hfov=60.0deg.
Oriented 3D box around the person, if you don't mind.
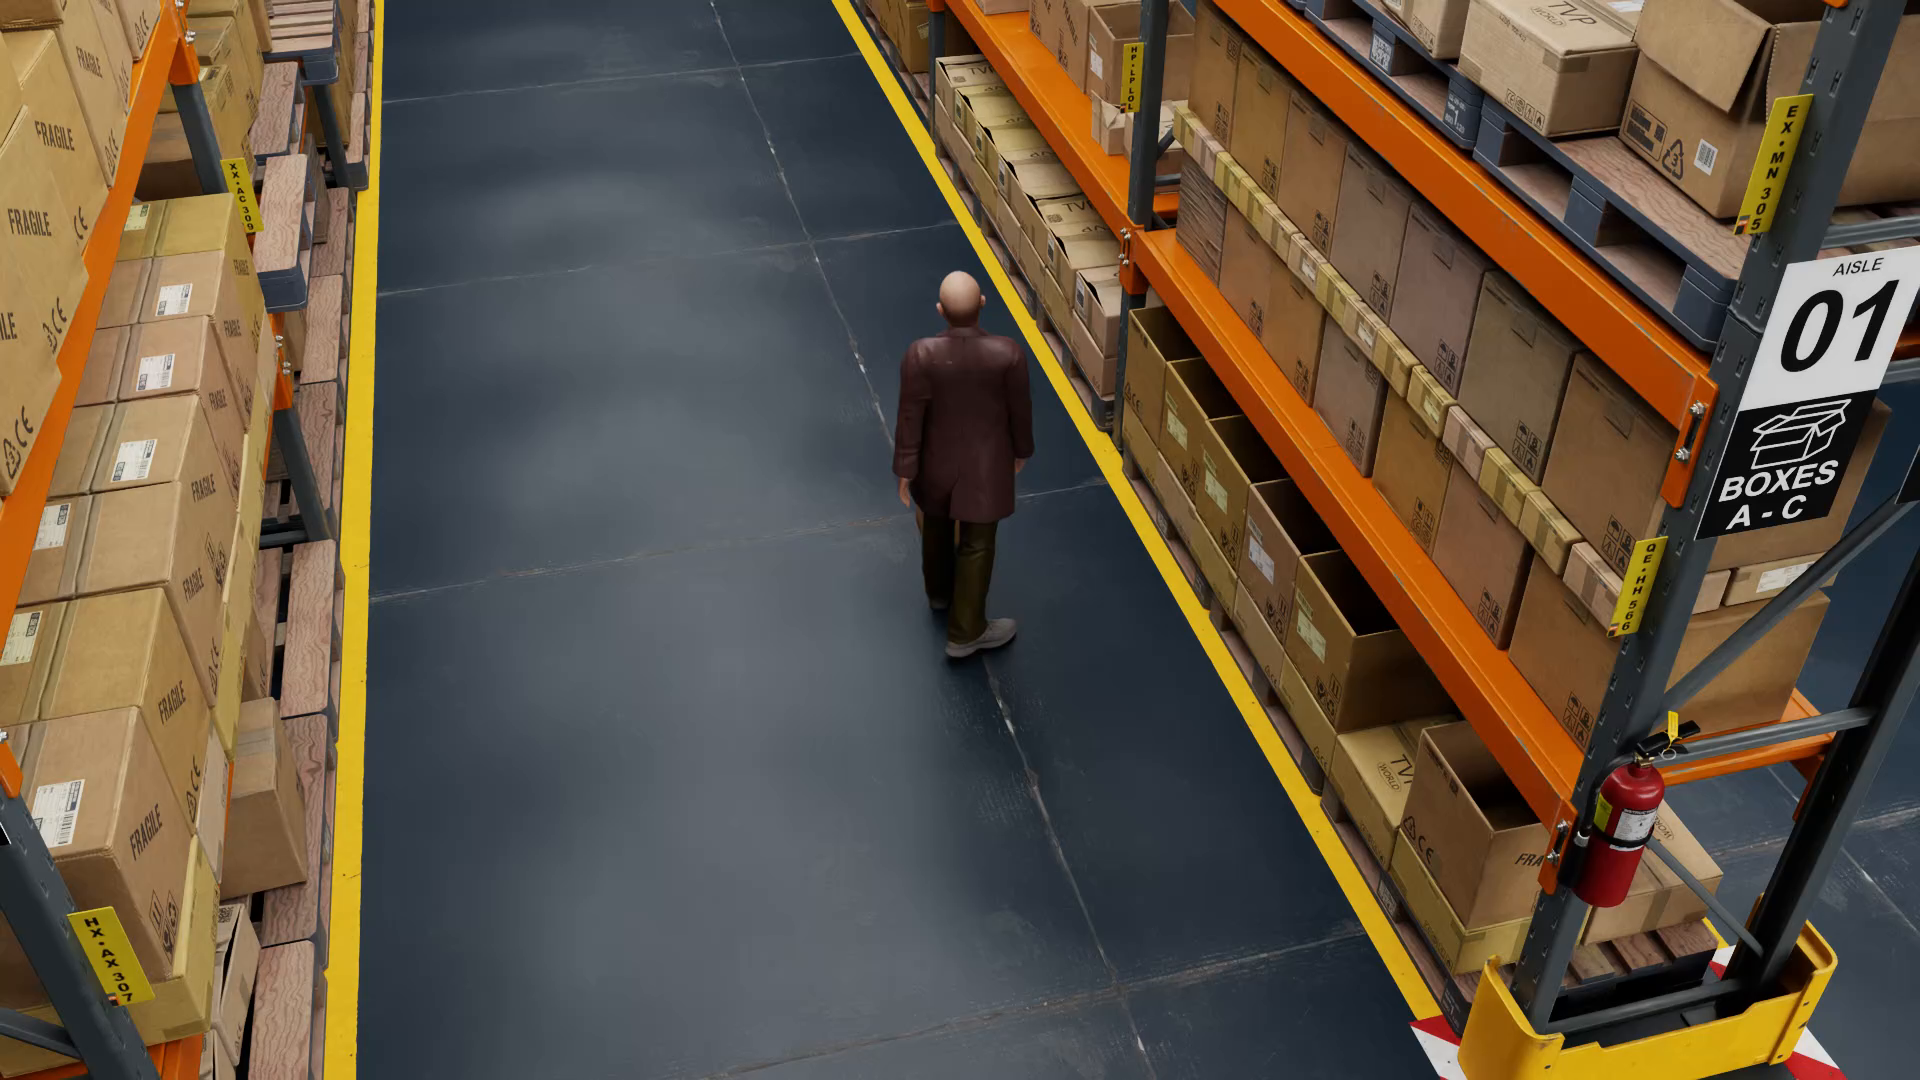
[{"bbox_3d":[0.024,-0.365,7.186,0.586,1.772,0.732,5,38,6],"label":"person"}]
